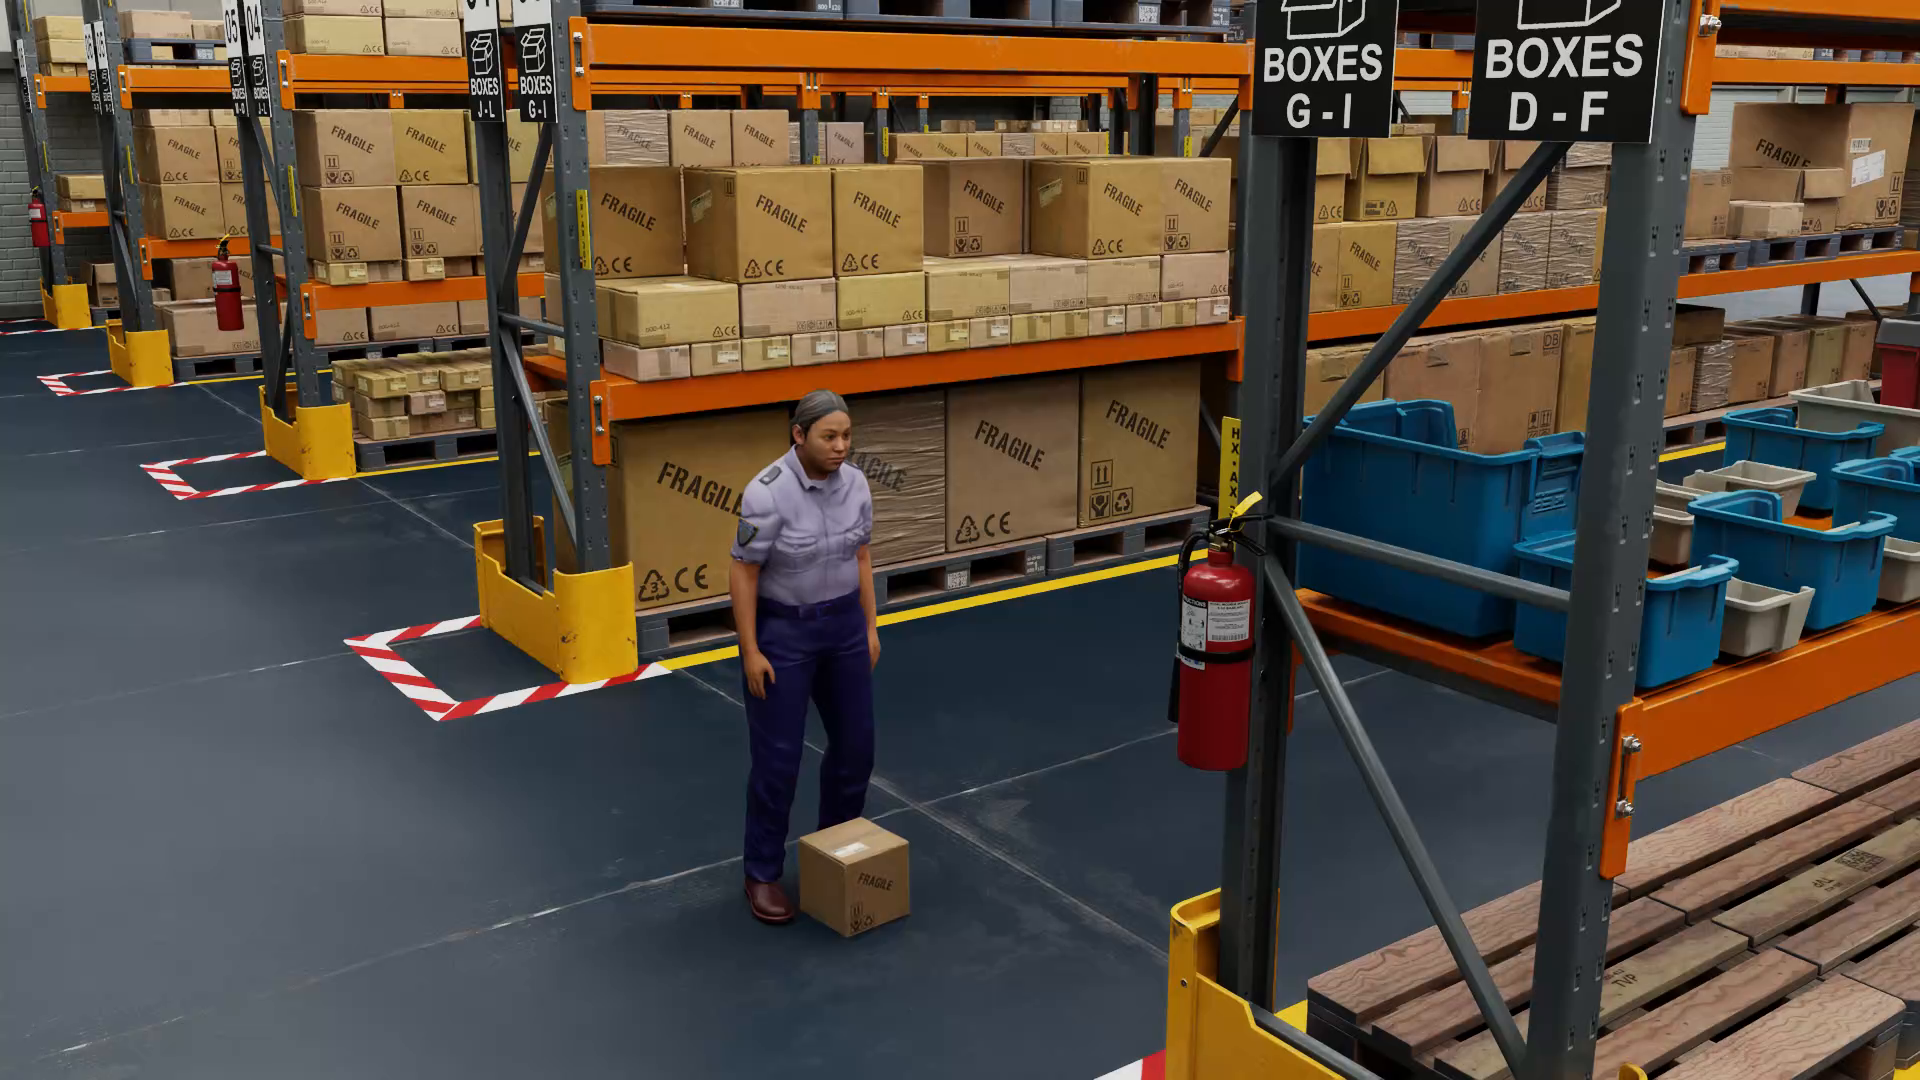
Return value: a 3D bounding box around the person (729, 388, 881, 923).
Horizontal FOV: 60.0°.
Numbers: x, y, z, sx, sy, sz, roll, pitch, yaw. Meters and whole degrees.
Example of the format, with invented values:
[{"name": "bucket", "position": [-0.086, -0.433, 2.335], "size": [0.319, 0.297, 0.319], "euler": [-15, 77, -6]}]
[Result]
[{"name": "person", "position": [-0.481, 0.341, 5.246], "size": [0.545, 1.636, 0.372], "euler": [-11, 18, -37]}]
